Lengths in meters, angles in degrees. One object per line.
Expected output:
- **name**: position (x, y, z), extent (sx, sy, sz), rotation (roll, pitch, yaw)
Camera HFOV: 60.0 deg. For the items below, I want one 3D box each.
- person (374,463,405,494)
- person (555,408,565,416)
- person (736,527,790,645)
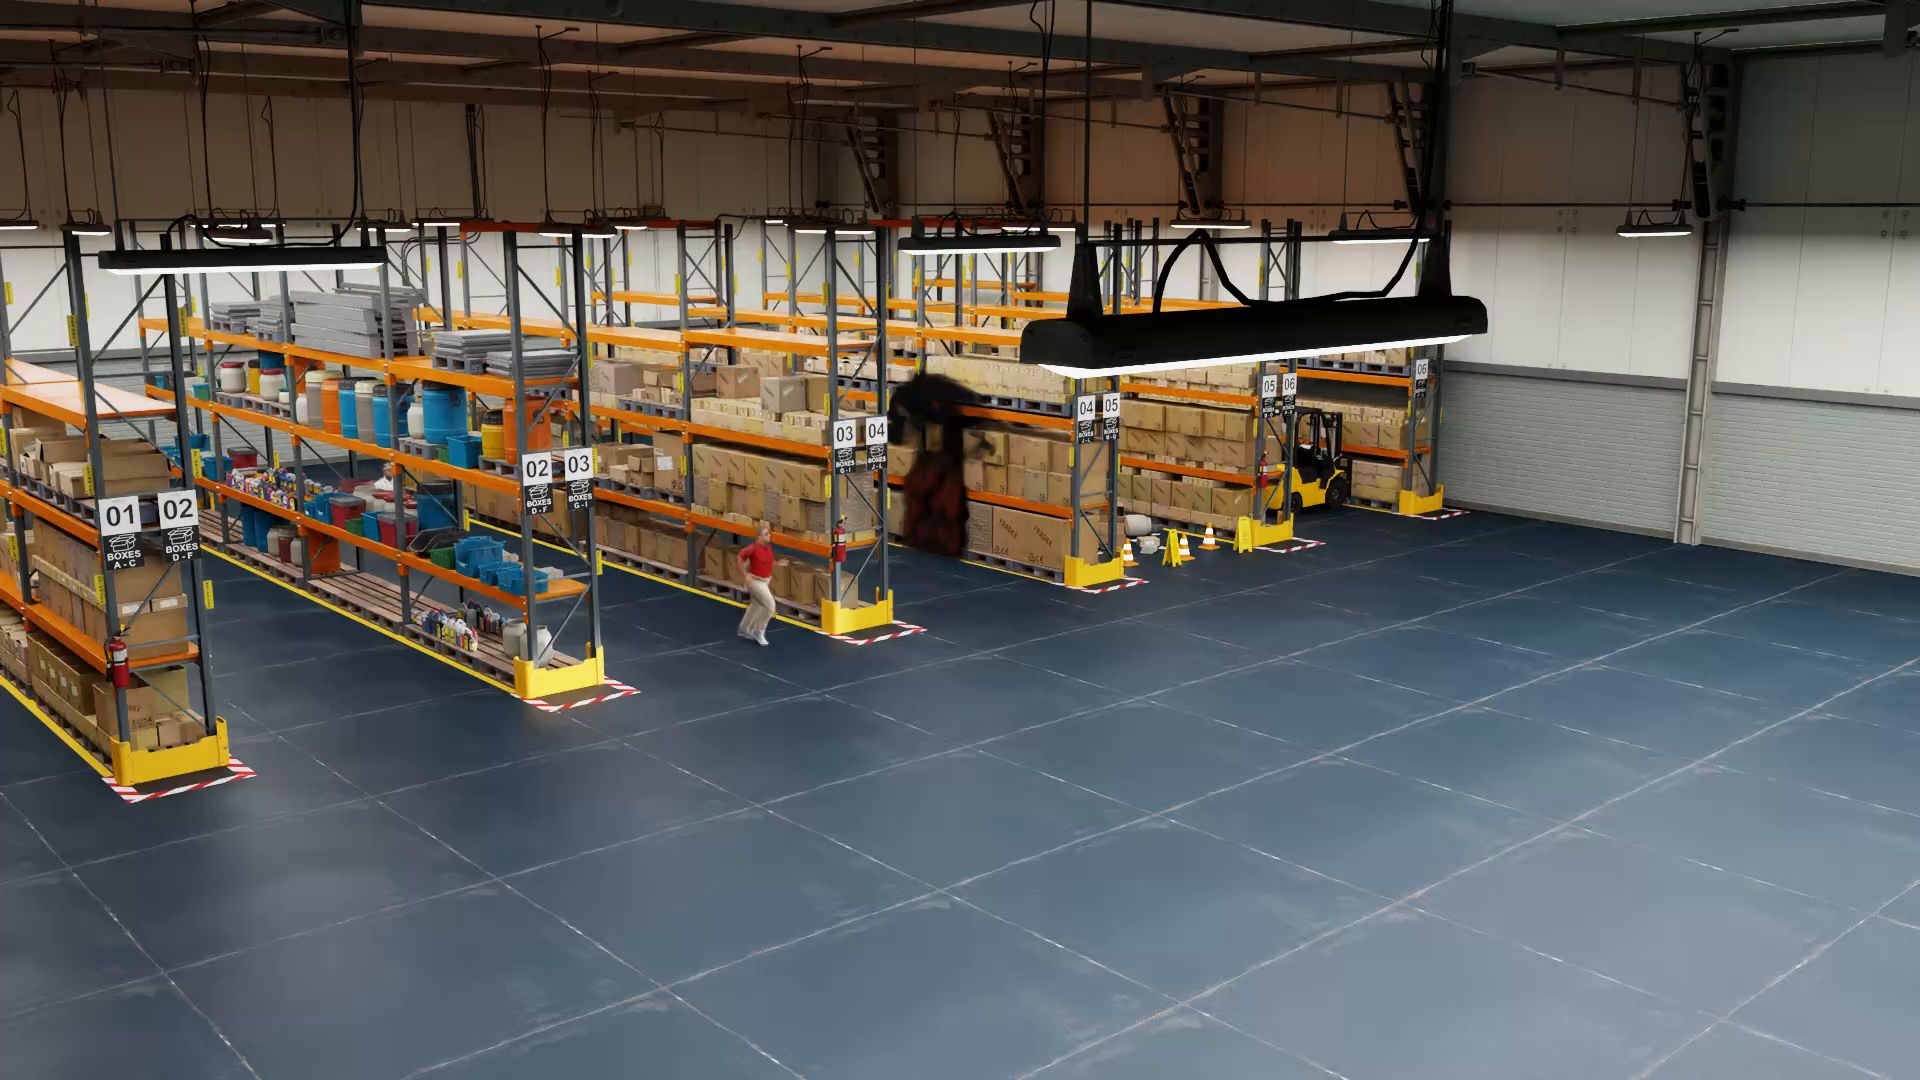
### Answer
- **person**: position (-10.350, -0.550, 30.253), extent (0.568, 1.746, 0.665), rotation (10, 15, 42)
- **person**: position (-9.134, -2.133, 38.025), extent (0.655, 1.774, 0.845), rotation (-10, 15, -40)
- **person**: position (-2.900, 0.683, 24.278), extent (0.803, 1.776, 0.656), rotation (3, 12, 15)
